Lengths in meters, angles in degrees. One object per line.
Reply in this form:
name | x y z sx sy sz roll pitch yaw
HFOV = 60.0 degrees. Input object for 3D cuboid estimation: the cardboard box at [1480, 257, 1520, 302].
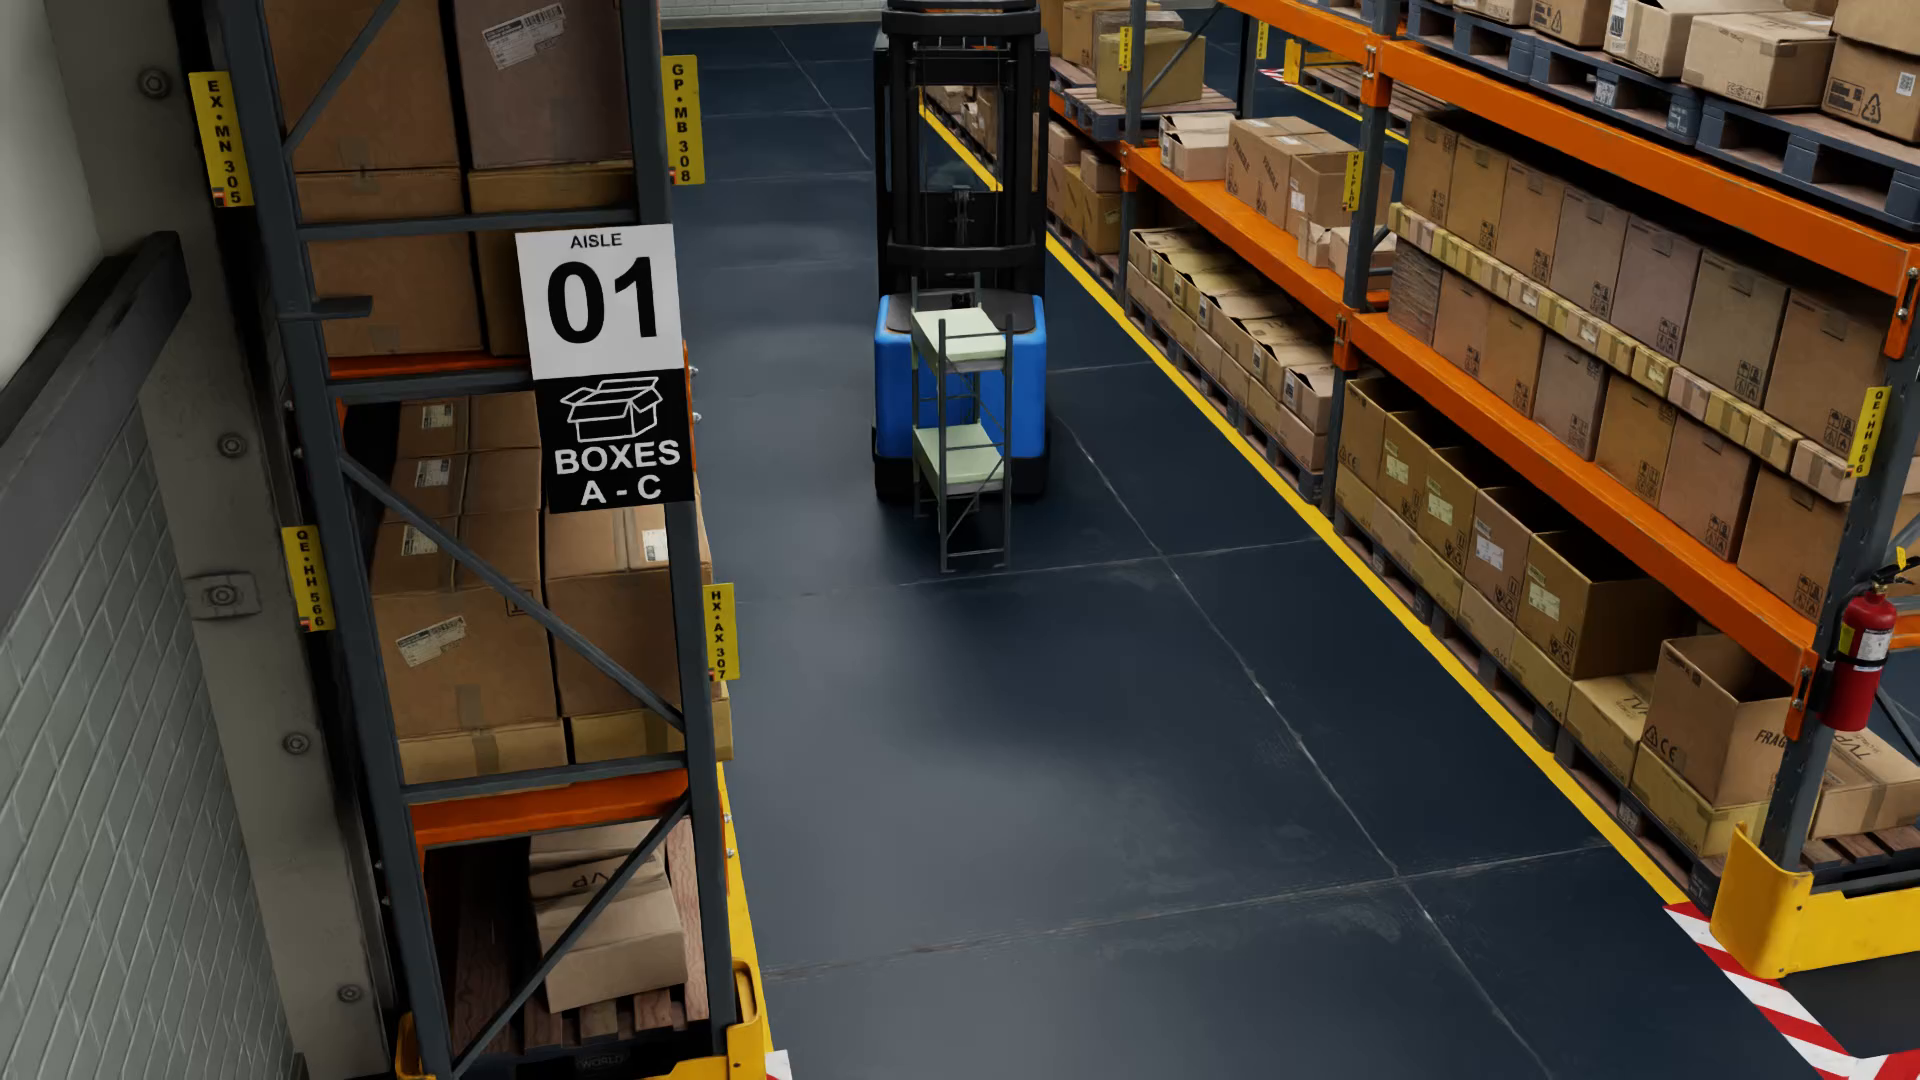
cardboard box | 2.788 -1.292 8.150 0.380 0.149 0.250 -7 28 -13

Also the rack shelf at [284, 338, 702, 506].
rack shelf | -1.690 -1.179 6.226 1.077 0.370 4.000 -6 27 -12

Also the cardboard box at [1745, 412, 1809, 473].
cardboard box | 3.254 -0.385 6.353 0.380 0.149 0.250 -5 27 -10

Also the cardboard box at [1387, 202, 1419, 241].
cardboard box | 2.557 -1.740 9.038 0.380 0.149 0.250 -6 27 -12

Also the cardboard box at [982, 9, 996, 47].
cardboard box | 0.519 -5.294 16.798 0.500 0.500 0.500 -6 27 -11

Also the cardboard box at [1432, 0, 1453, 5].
cardboard box | 2.541 -2.929 8.163 0.500 0.500 0.500 -4 27 -7

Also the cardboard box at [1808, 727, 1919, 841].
cardboard box | 3.682 0.994 7.036 0.500 0.250 0.500 -6 27 -12

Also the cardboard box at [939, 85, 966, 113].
cardboard box | 0.052 -5.074 19.037 0.500 0.250 0.500 -6 27 -12

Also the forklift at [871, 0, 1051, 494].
forklift | 0.013 -2.208 10.871 1.130 2.935 3.031 0 27 0

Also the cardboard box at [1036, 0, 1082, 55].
cardboard box | 0.988 -4.762 15.278 0.700 0.500 0.500 -2 27 -3

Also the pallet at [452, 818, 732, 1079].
pallet | -1.405 1.568 6.408 1.003 0.211 1.213 -6 27 -12

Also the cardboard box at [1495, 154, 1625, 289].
cardboard box | 3.018 -1.532 7.905 0.700 0.500 0.500 -6 27 -12

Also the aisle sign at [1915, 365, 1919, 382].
aisle sign | 3.315 -0.889 5.298 0.394 0.787 0.004 -6 27 -12

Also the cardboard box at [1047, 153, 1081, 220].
cardboard box | 1.103 -3.224 15.094 0.500 0.500 0.500 -7 28 -14

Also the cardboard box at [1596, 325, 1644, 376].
cardboard box | 3.021 -0.838 7.251 0.380 0.149 0.250 -5 27 -10

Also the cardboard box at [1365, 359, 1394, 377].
cardboard box | 2.834 -0.961 10.287 0.500 0.311 0.500 -6 27 -11

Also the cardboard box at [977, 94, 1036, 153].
cardboard box | 0.477 -4.357 17.340 0.500 0.500 0.500 -6 27 -12

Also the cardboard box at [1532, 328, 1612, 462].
cardboard box | 3.142 -0.718 7.732 0.700 0.500 0.500 -5 27 -10

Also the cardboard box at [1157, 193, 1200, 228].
cardboard box | 1.959 -2.609 13.876 0.500 0.500 0.500 -5 27 -9

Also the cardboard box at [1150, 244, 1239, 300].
cardboard box | 1.742 -2.020 12.387 0.500 0.311 0.500 -7 28 -13

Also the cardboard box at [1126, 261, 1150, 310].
cardboard box | 1.615 -2.000 12.969 0.500 0.250 0.500 -6 27 -12

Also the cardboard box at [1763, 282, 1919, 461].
cardboard box | 3.482 -0.641 6.140 0.700 0.500 0.500 -6 27 -11

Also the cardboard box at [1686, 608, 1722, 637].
cardboard box | 3.568 0.440 7.302 0.500 0.500 0.500 -6 27 -12

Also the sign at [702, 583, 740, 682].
sign | -0.710 0.275 4.915 0.100 0.325 0.005 -6 27 -12

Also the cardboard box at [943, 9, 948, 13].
cardboard box | 0.055 -6.188 18.570 0.500 0.500 0.500 -6 27 -12

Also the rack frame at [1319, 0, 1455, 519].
rack frame | 2.685 -1.544 9.479 1.000 3.000 0.127 -6 27 -12

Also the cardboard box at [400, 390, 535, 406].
cardboard box | -1.890 -0.415 6.554 0.500 0.500 0.500 -6 27 -11

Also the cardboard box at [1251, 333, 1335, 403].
cardboard box | 2.191 -1.130 10.624 0.500 0.311 0.500 -5 27 -10

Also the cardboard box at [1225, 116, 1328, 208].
cardboard box | 2.177 -2.609 11.480 0.500 0.500 0.500 -7 28 -14

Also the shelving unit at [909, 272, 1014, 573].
shelving unit | 0.002 -0.667 9.406 0.431 1.500 0.755 -6 27 -12

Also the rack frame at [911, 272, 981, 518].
rack frame | -0.081 -0.827 9.725 0.400 1.500 0.023 -6 27 -12

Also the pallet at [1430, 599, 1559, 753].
pallet | 3.102 0.591 8.344 1.003 0.211 1.213 -6 27 -12

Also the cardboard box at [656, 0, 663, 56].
cardboard box | -1.153 -1.541 4.902 0.500 0.500 0.500 -6 27 -12

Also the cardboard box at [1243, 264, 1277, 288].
cardboard box | 2.376 -1.856 12.060 0.500 0.311 0.500 -6 27 -12

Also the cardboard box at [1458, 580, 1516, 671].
cardboard box | 2.828 0.390 8.234 0.500 0.250 0.500 -6 27 -12

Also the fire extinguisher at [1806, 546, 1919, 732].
fire extinguisher | 3.160 0.346 5.821 0.296 0.674 0.183 -6 27 -12

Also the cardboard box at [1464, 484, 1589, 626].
cardboard box | 2.824 0.055 8.065 0.500 0.500 0.500 -6 27 -12

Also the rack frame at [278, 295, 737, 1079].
rack frame | -1.239 0.717 5.000 1.000 3.000 0.127 -6 27 -12

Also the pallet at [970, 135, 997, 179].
pallet | 0.728 -4.112 17.663 1.003 0.211 1.213 -6 27 -12

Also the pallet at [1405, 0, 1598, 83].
pallet | 2.902 -2.471 8.087 1.003 0.211 1.213 -6 27 -12

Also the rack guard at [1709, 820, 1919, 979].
rack guard | 3.592 1.339 6.543 1.175 0.500 0.348 -6 27 -12

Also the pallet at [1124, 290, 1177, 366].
pallet | 1.931 -1.689 12.863 1.003 0.211 1.213 -6 27 -12

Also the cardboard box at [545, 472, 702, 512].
cardboard box | -1.156 -0.018 5.768 0.500 0.500 0.500 -6 27 -11

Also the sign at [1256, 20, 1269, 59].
sign | 2.323 -3.874 12.812 0.100 0.325 0.005 -6 27 -12

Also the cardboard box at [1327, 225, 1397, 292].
cardboard box | 2.531 -1.688 9.932 0.500 0.250 0.500 -4 27 -8

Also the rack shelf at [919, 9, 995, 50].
rack shelf | 0.431 -5.612 18.339 1.077 0.370 4.000 -6 27 -12

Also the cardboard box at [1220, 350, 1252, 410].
cardboard box | 2.081 -1.103 11.192 0.500 0.250 0.500 -5 27 -10

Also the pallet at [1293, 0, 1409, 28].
pallet | 2.473 -3.183 9.611 0.805 0.209 1.217 -7 28 -14

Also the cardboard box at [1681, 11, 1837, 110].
cardboard box | 3.070 -1.788 6.180 0.500 0.250 0.500 -6 27 -12
